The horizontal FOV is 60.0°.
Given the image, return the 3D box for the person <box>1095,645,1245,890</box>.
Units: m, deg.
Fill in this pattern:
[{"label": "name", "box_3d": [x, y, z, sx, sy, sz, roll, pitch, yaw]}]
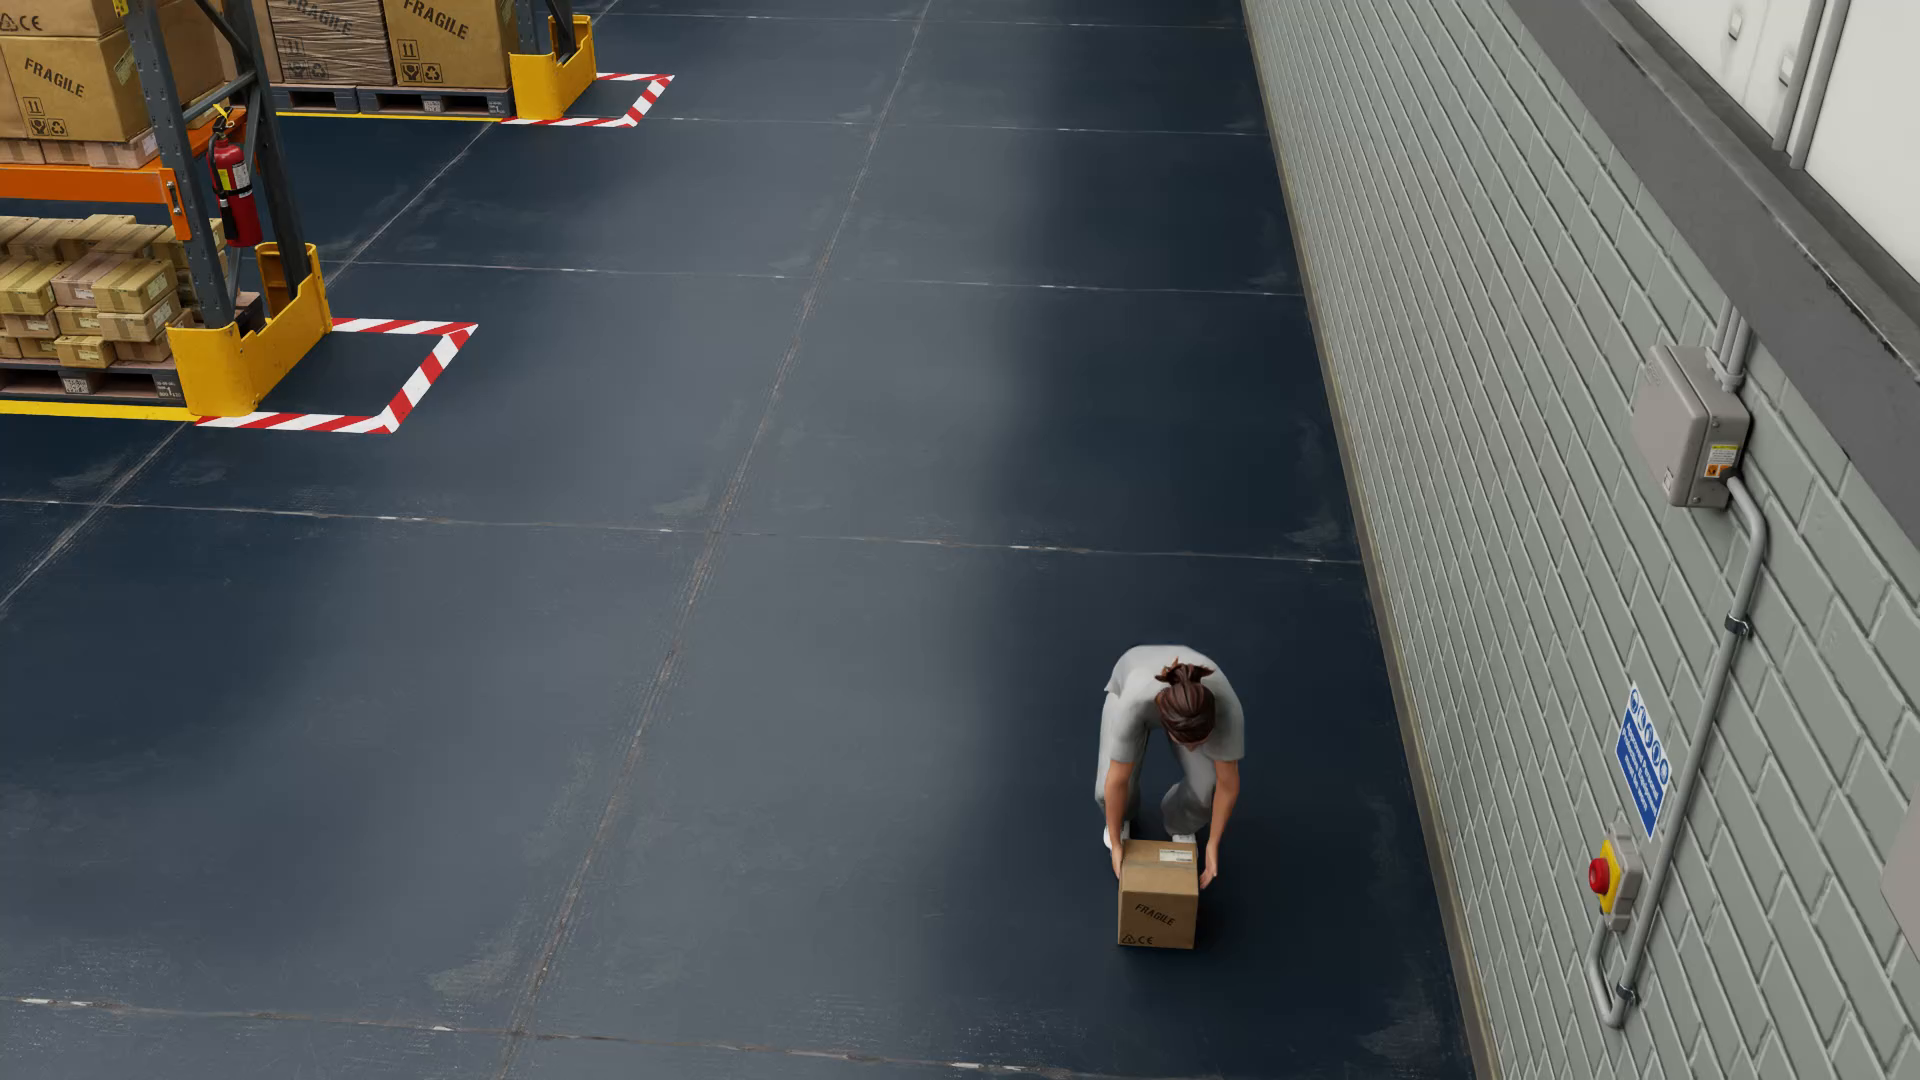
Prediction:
[{"label": "person", "box_3d": [0.712, 0.707, 5.694, 0.486, 0.951, 0.790, 2, 32, 4]}]
